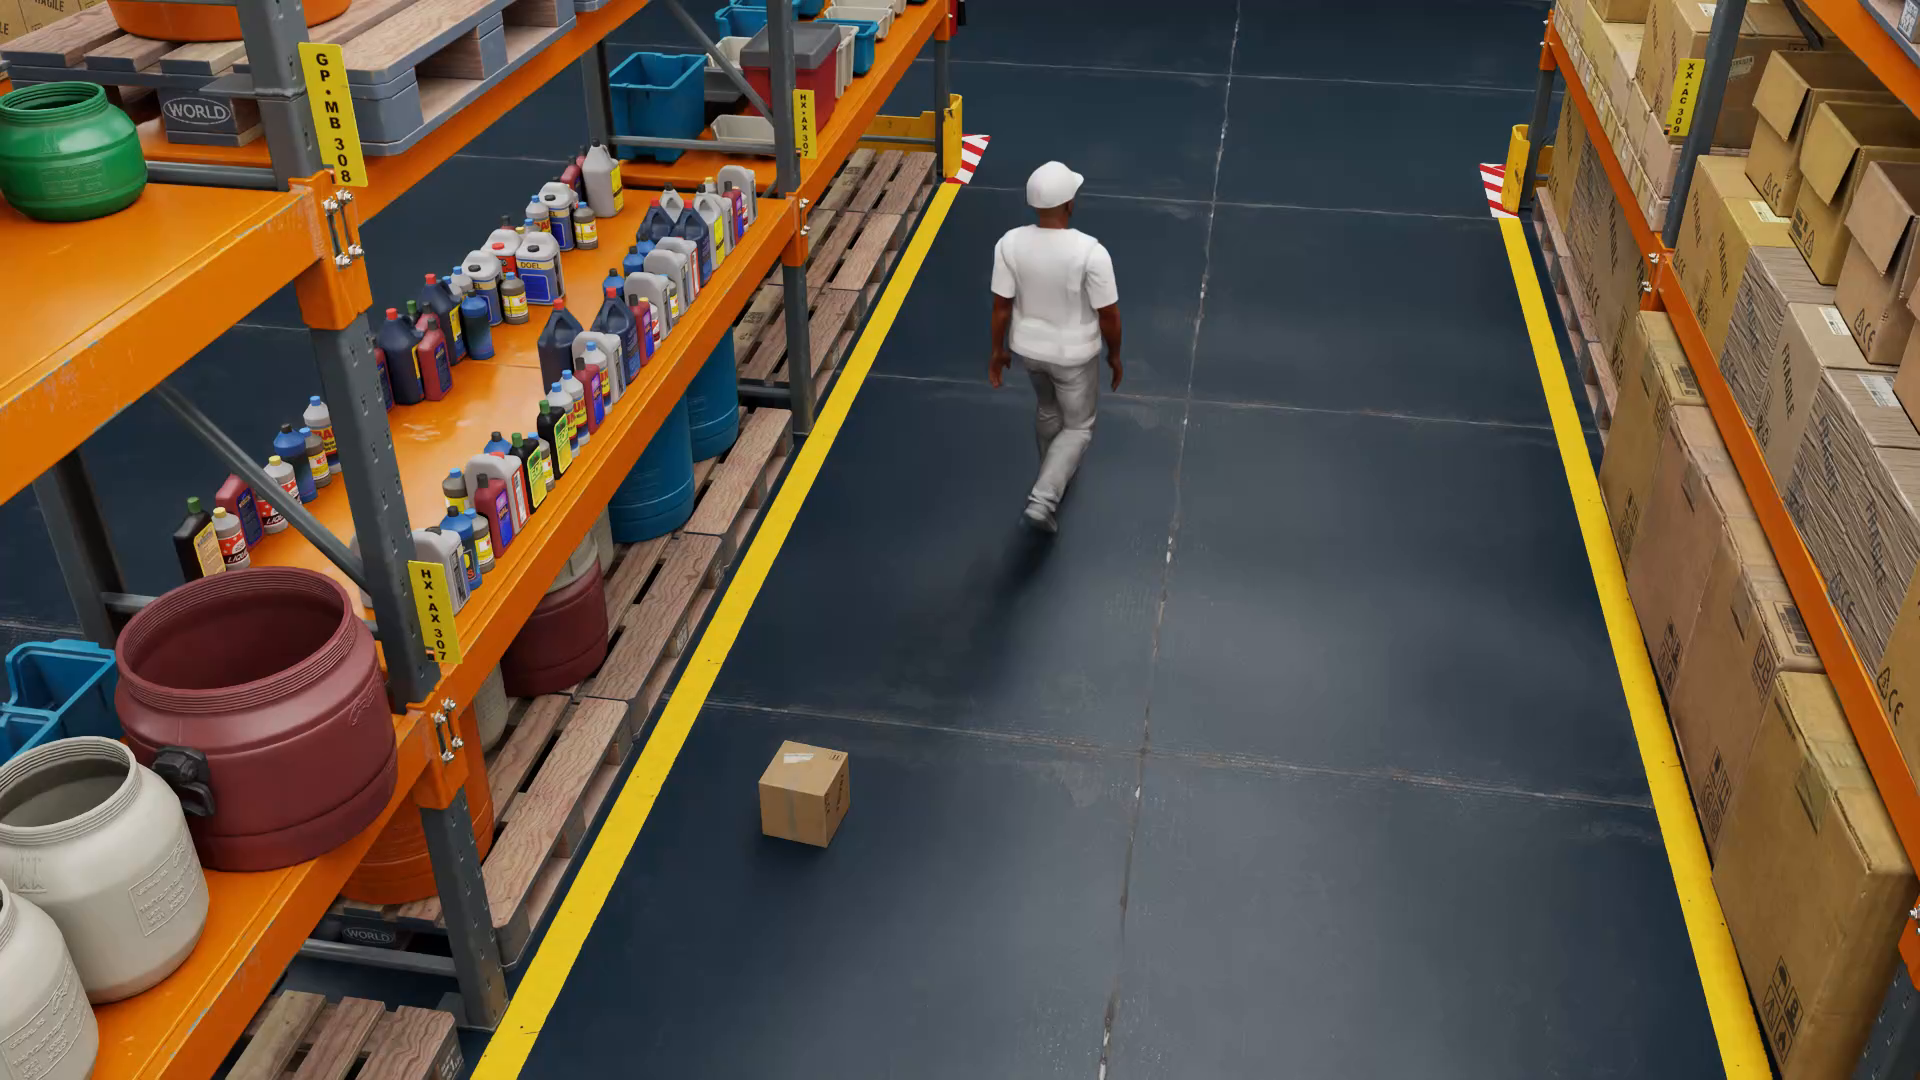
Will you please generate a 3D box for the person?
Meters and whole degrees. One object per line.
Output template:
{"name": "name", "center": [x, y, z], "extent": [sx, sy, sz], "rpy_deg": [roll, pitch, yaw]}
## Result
{"name": "person", "center": [0.430, -0.857, 7.470], "extent": [0.592, 1.733, 0.900], "rpy_deg": [16, 35, 23]}
